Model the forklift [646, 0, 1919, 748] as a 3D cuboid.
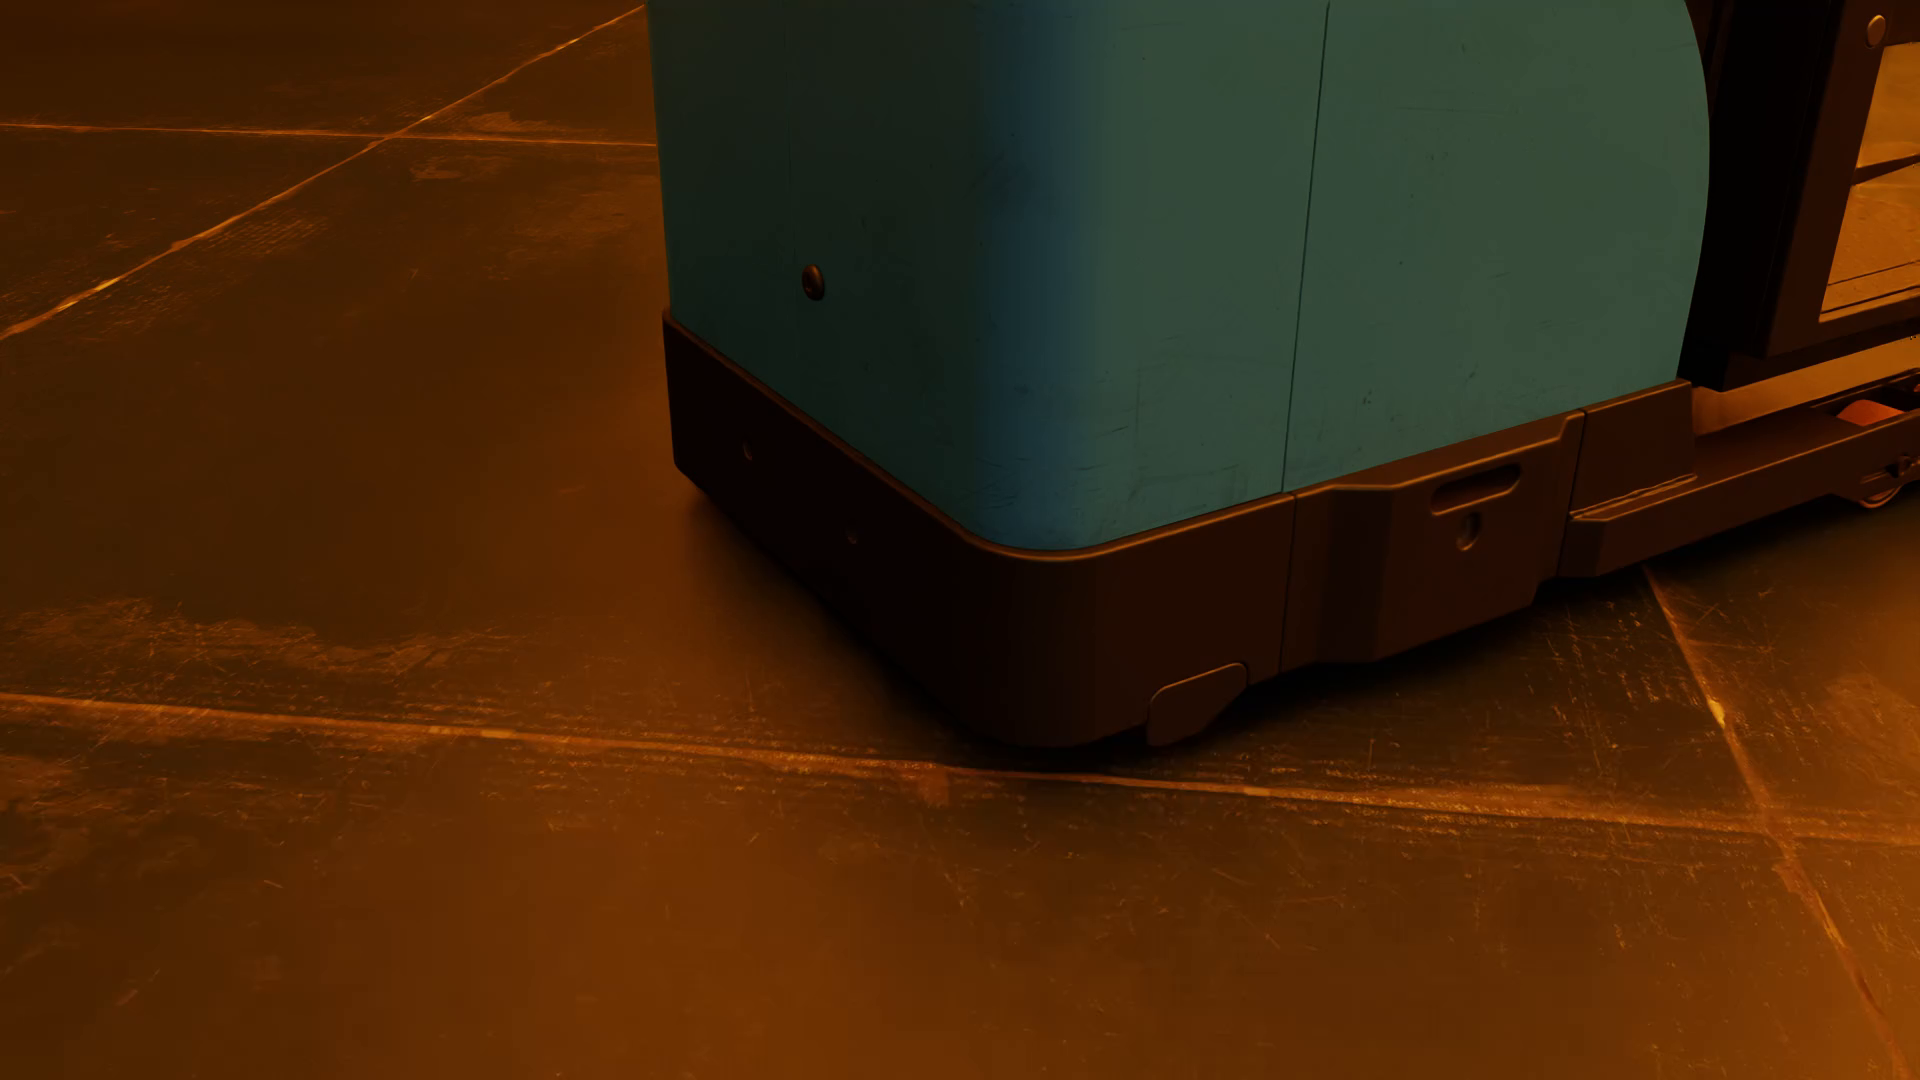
[{"bbox_3d":[1.080,-1.546,2.316,3.031,2.935,1.130,-15,30,-28],"label":"forklift"}]
